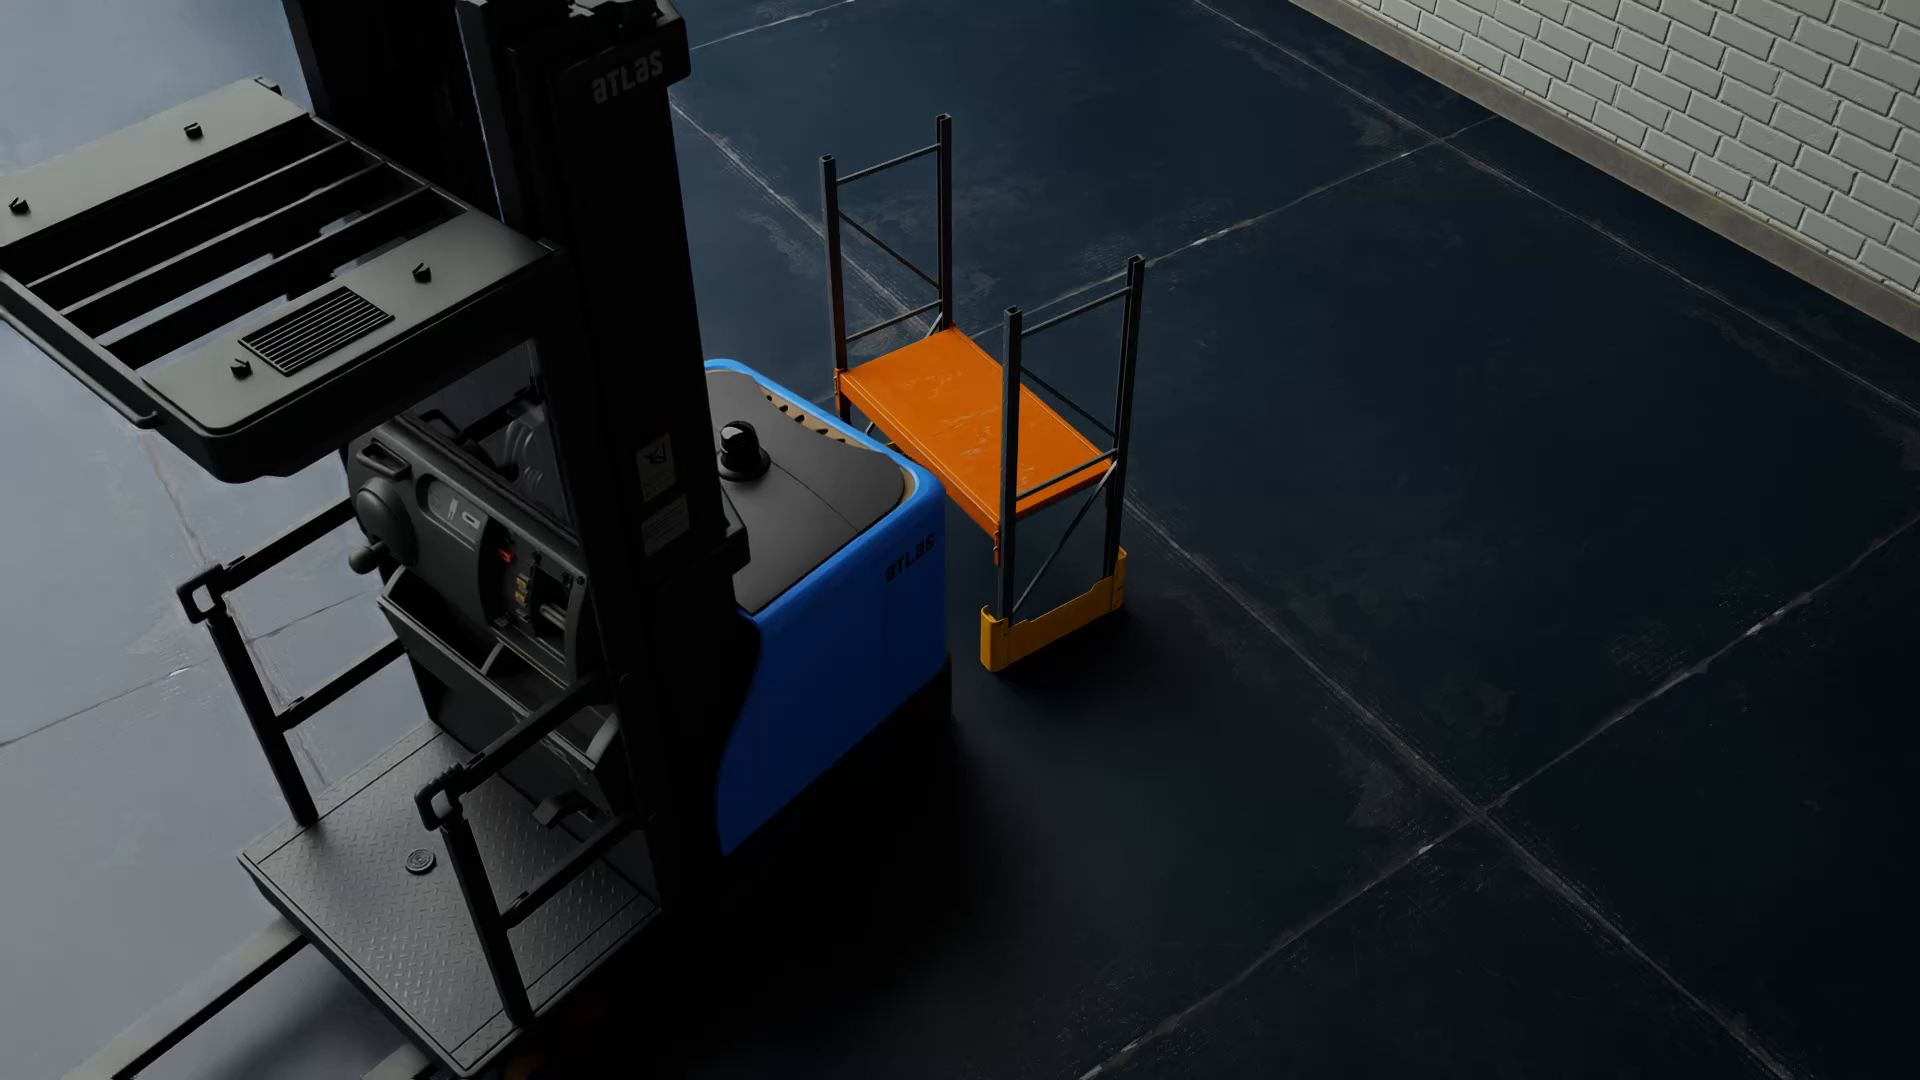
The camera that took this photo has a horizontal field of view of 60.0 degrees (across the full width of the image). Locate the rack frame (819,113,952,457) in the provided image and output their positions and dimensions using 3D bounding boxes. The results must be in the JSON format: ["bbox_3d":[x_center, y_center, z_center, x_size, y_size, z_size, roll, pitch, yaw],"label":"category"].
[{"bbox_3d":[-0.242,-0.782,5.983,0.500,1.500,0.032,-26,49,-24],"label":"rack frame"}]

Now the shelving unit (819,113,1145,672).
[{"bbox_3d":[0.044,-0.499,5.687,0.587,1.500,1.083,-26,49,-24],"label":"shelving unit"}]

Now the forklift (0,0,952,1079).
[{"bbox_3d":[-1.370,0.096,4.026,1.130,2.935,3.031,31,52,28],"label":"forklift"}]

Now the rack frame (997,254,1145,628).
[{"bbox_3d":[0.340,-0.206,5.380,0.500,1.500,0.032,-26,49,-24],"label":"rack frame"}]

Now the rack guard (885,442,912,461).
[{"bbox_3d":[-0.241,-0.329,6.414,0.587,0.250,0.087,-26,49,-24],"label":"rack guard"}]

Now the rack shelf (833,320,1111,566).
[{"bbox_3d":[0.049,-0.364,5.806,0.538,0.185,1.000,-26,49,-24],"label":"rack shelf"}]

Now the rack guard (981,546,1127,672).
[{"bbox_3d":[0.329,0.235,5.823,0.587,0.250,0.087,-26,49,-24],"label":"rack guard"}]
